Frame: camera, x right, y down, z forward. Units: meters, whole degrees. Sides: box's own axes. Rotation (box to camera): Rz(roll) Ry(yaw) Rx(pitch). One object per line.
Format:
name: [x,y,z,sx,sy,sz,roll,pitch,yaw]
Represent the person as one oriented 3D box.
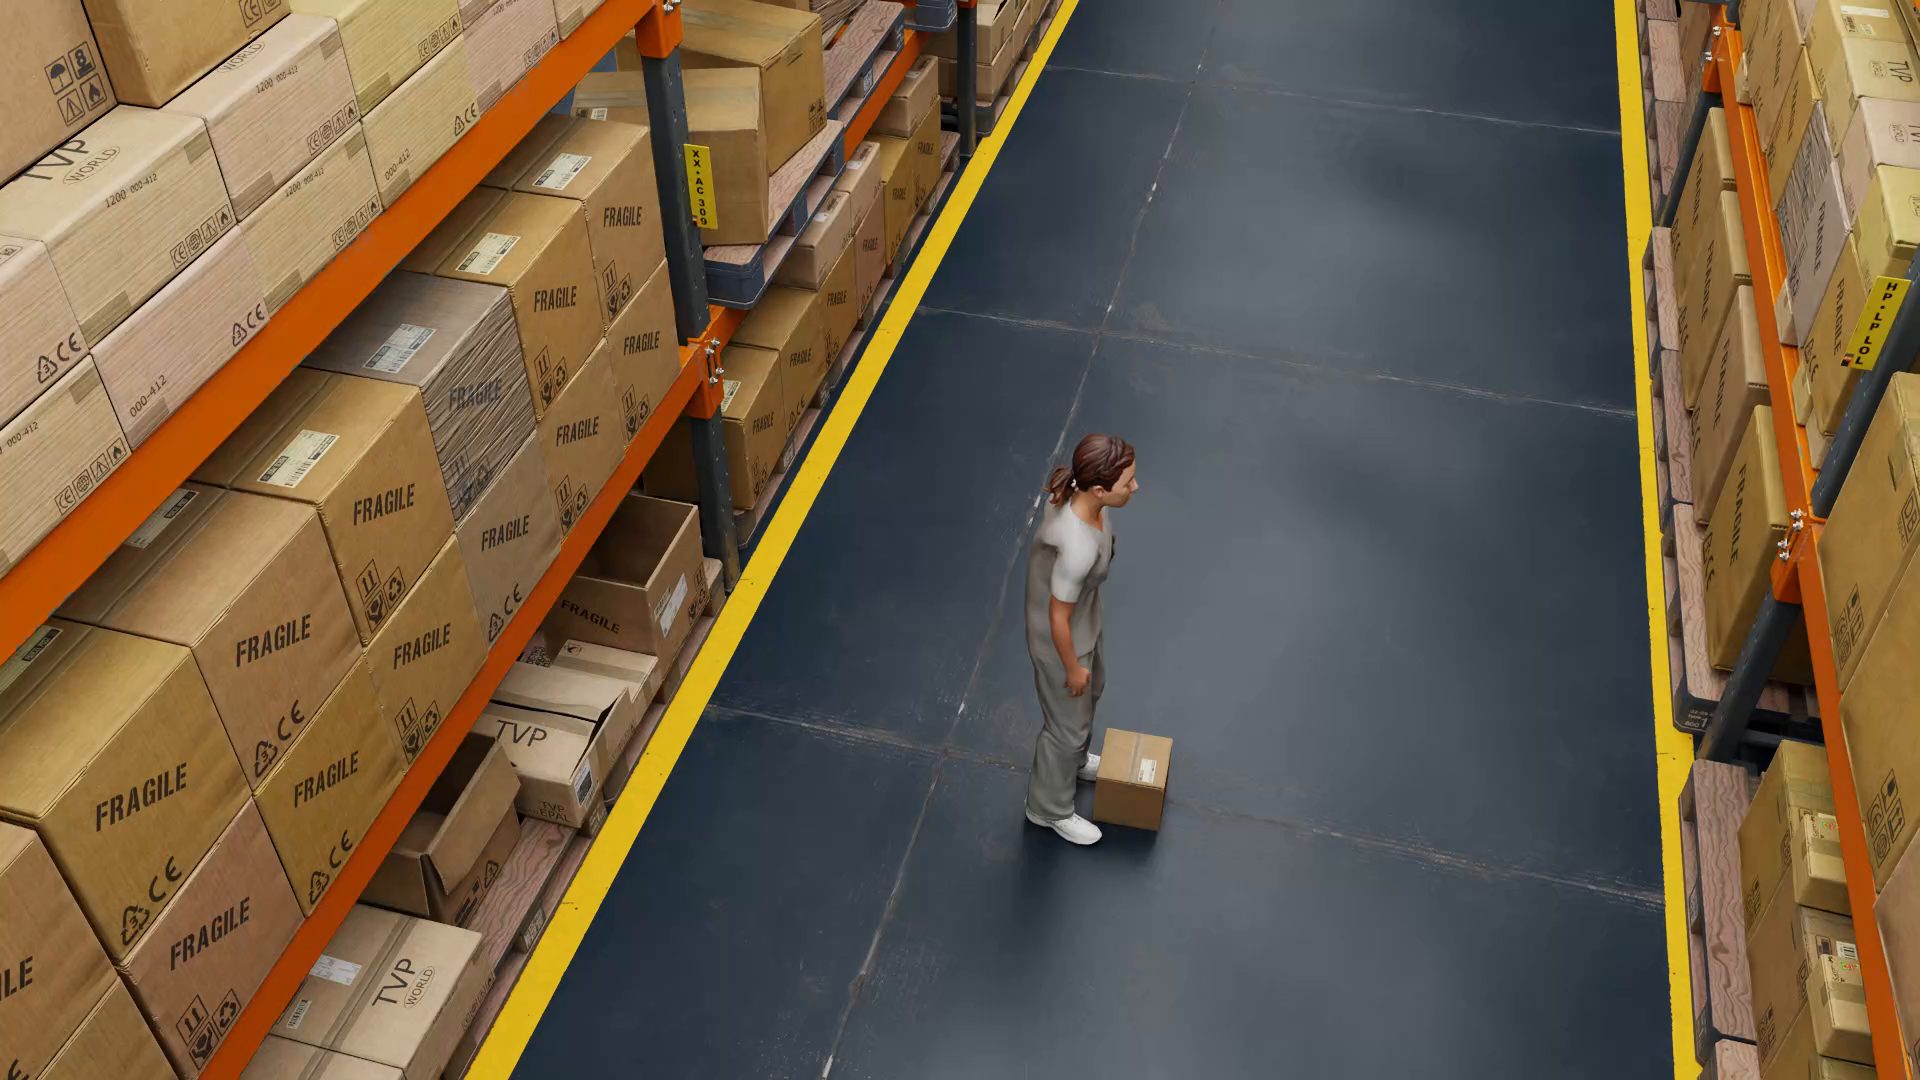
person: [0.405,0.324,5.790,0.363,1.672,0.514,8,42,9]
